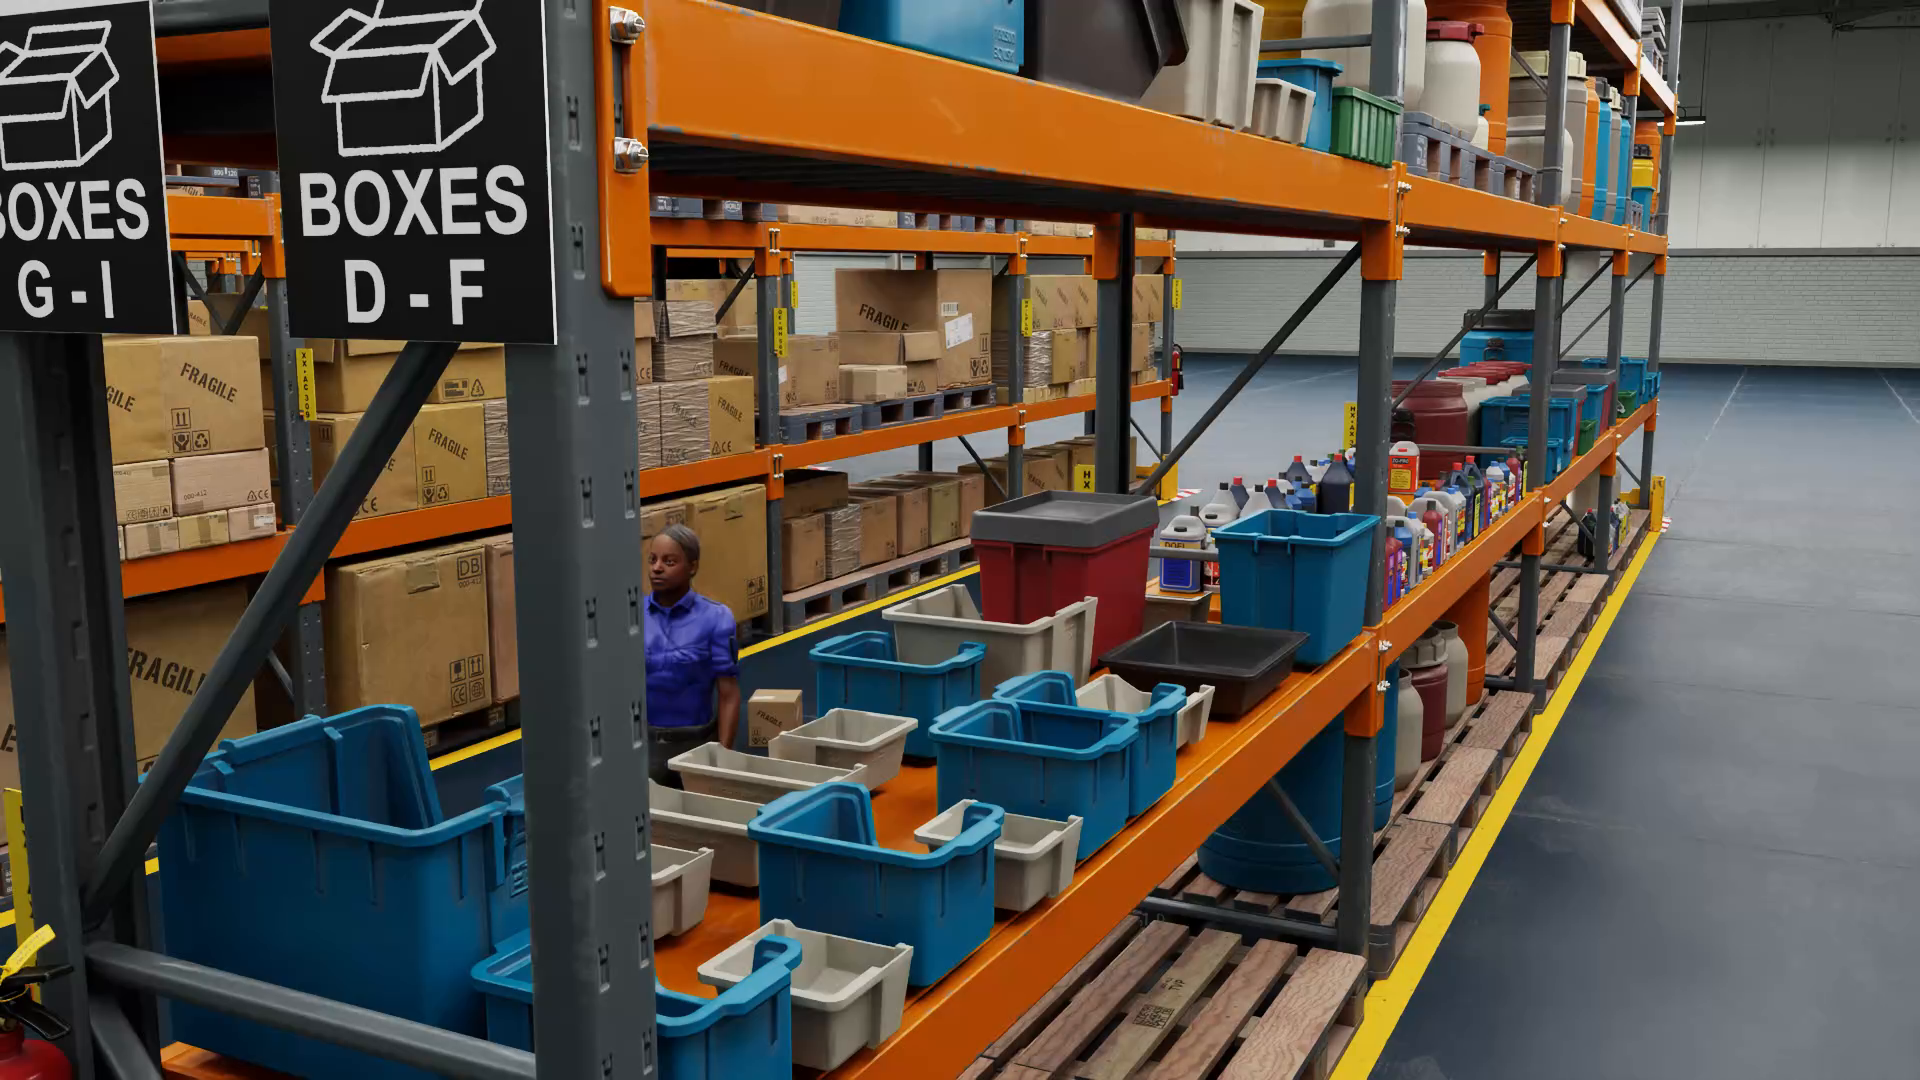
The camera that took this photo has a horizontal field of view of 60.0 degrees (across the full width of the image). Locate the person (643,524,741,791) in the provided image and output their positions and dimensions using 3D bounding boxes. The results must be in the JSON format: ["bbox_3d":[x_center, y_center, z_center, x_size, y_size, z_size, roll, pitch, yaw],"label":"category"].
[{"bbox_3d":[-0.965,0.757,5.624,0.450,1.600,0.968,1,9,3],"label":"person"}]
